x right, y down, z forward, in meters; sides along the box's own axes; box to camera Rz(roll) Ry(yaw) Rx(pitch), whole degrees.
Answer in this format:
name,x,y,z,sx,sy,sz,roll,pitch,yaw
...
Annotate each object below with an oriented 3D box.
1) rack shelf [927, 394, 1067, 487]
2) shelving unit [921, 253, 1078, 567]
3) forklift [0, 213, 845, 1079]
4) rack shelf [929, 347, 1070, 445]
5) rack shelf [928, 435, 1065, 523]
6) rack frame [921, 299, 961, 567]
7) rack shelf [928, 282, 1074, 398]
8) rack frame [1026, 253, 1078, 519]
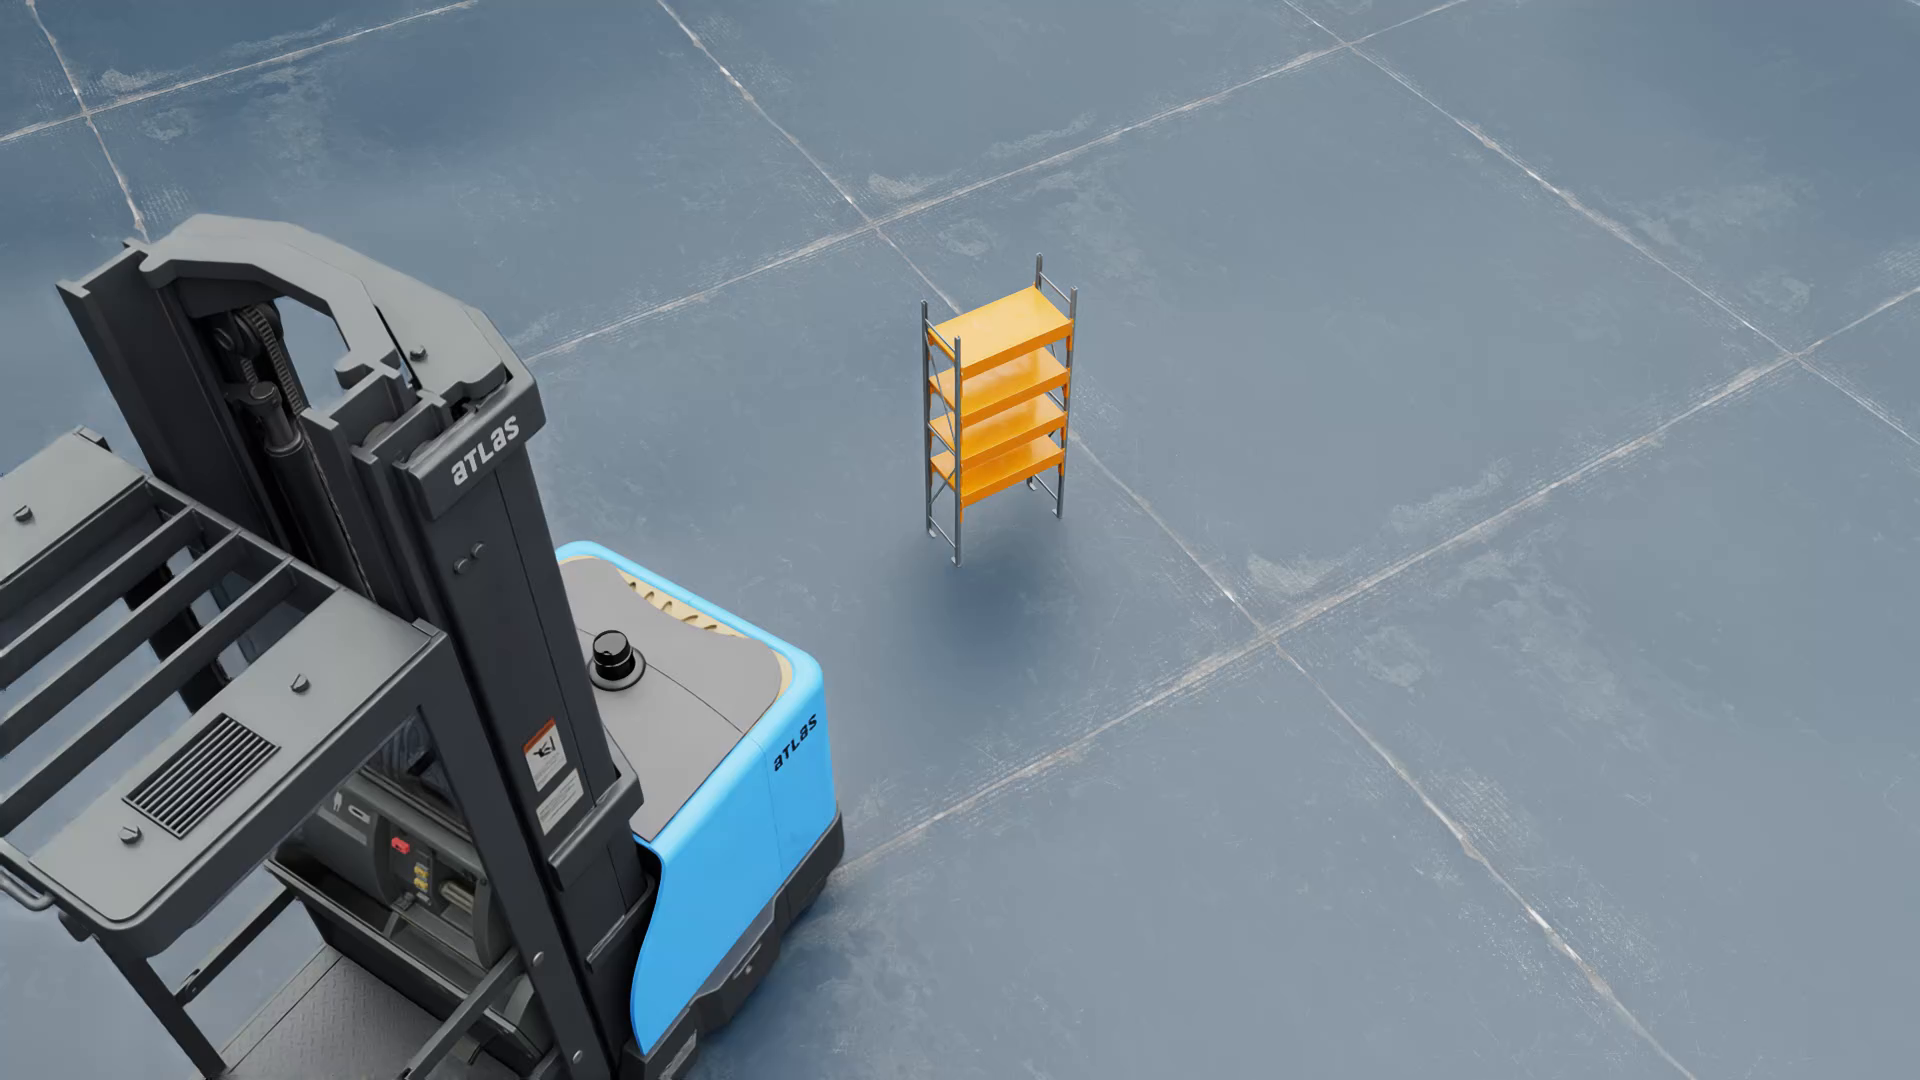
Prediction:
name,x,y,z,sx,sy,sz,roll,pitch,yaw
rack shelf,0.140,-0.420,6.356,0.480,0.148,0.258,-25,53,-21
shelving unit,0.140,-0.465,6.306,0.503,1.200,0.258,-25,53,-21
forklift,-1.608,0.840,3.985,1.130,2.935,3.031,25,53,21
rack shelf,0.140,-0.569,6.189,0.480,0.148,0.258,-25,53,-21
rack shelf,0.140,-0.288,6.504,0.480,0.148,0.258,-25,53,-21
rack frame,-0.066,-0.368,6.219,0.015,1.200,0.240,-25,53,-21
rack shelf,0.140,-0.726,6.013,0.480,0.148,0.258,-25,53,-21
rack frame,0.346,-0.562,6.393,0.015,1.200,0.240,-25,53,-21
